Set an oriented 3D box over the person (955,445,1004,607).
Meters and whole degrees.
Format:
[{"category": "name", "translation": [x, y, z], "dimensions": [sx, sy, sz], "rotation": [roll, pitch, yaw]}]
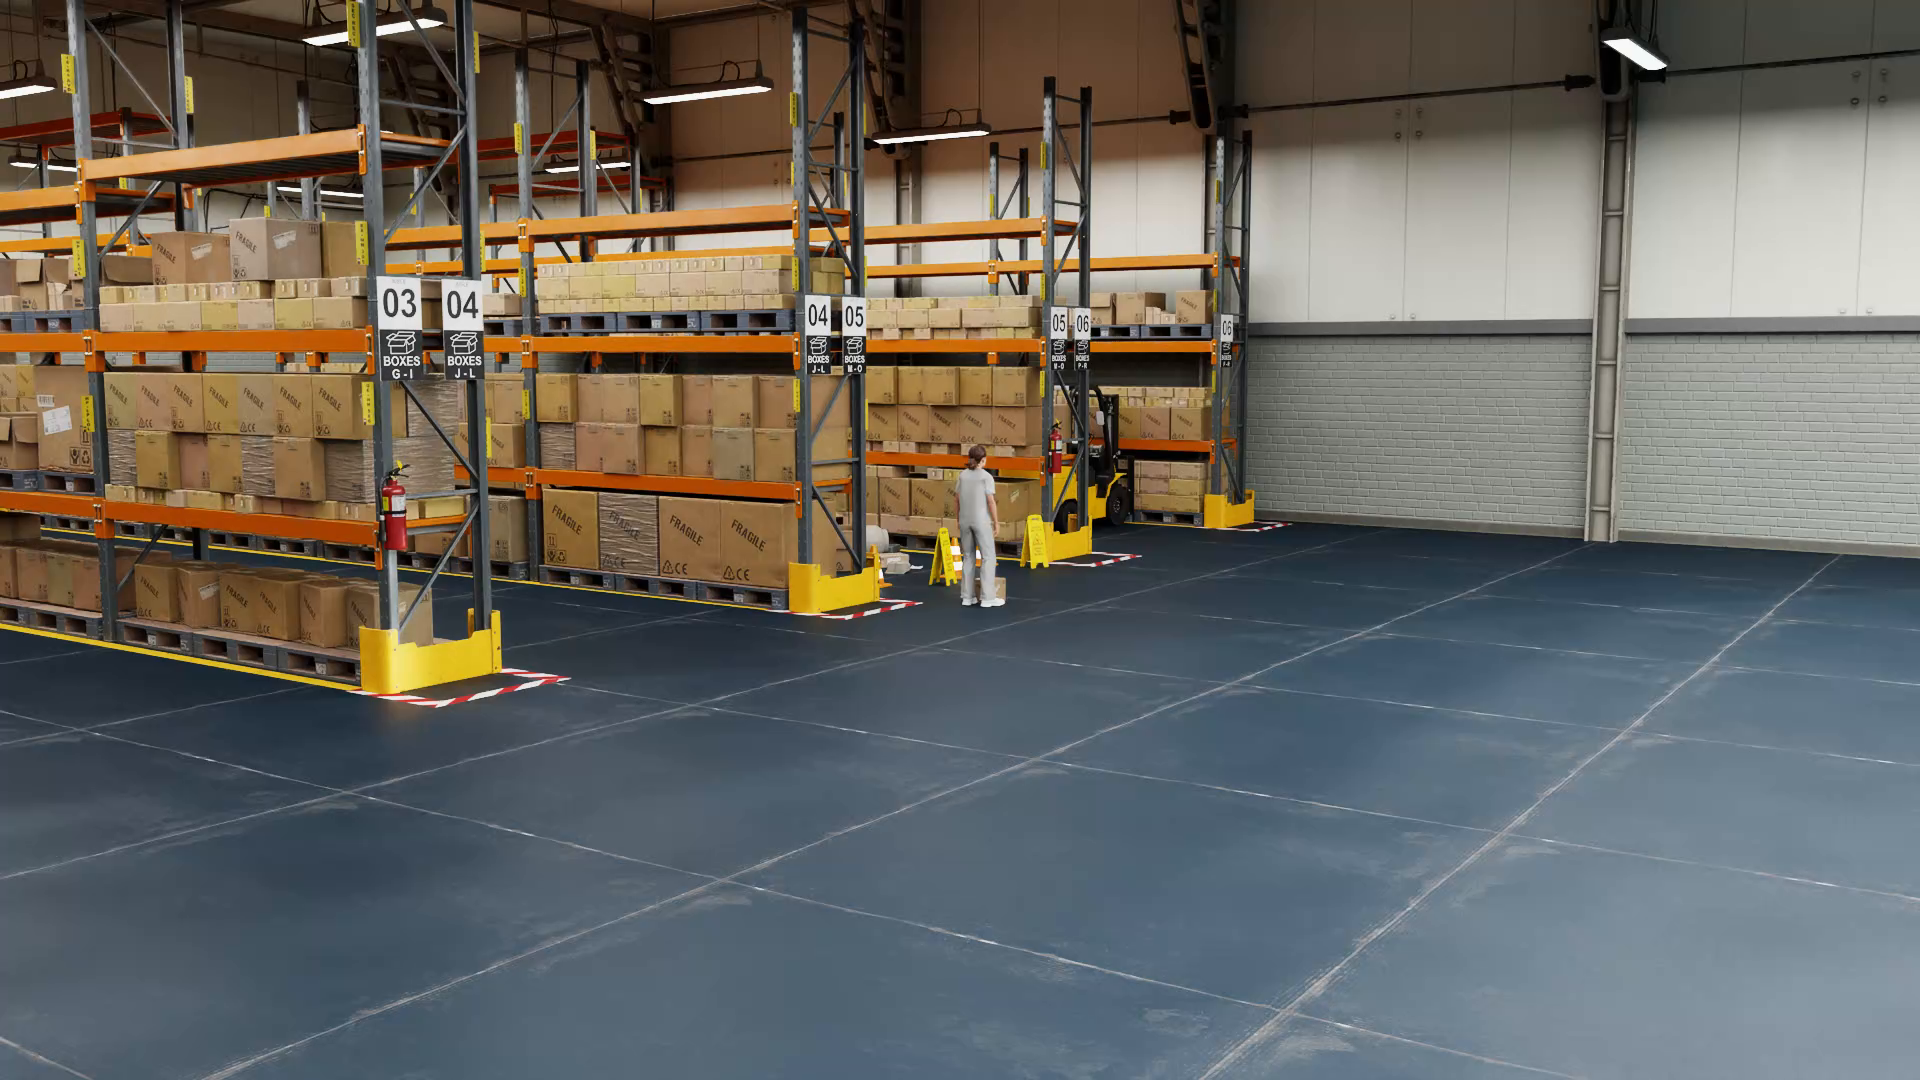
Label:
[{"category": "person", "translation": [0.178, -0.151, 17.319], "dimensions": [0.508, 1.673, 0.349], "rotation": [4, 7, 31]}]
